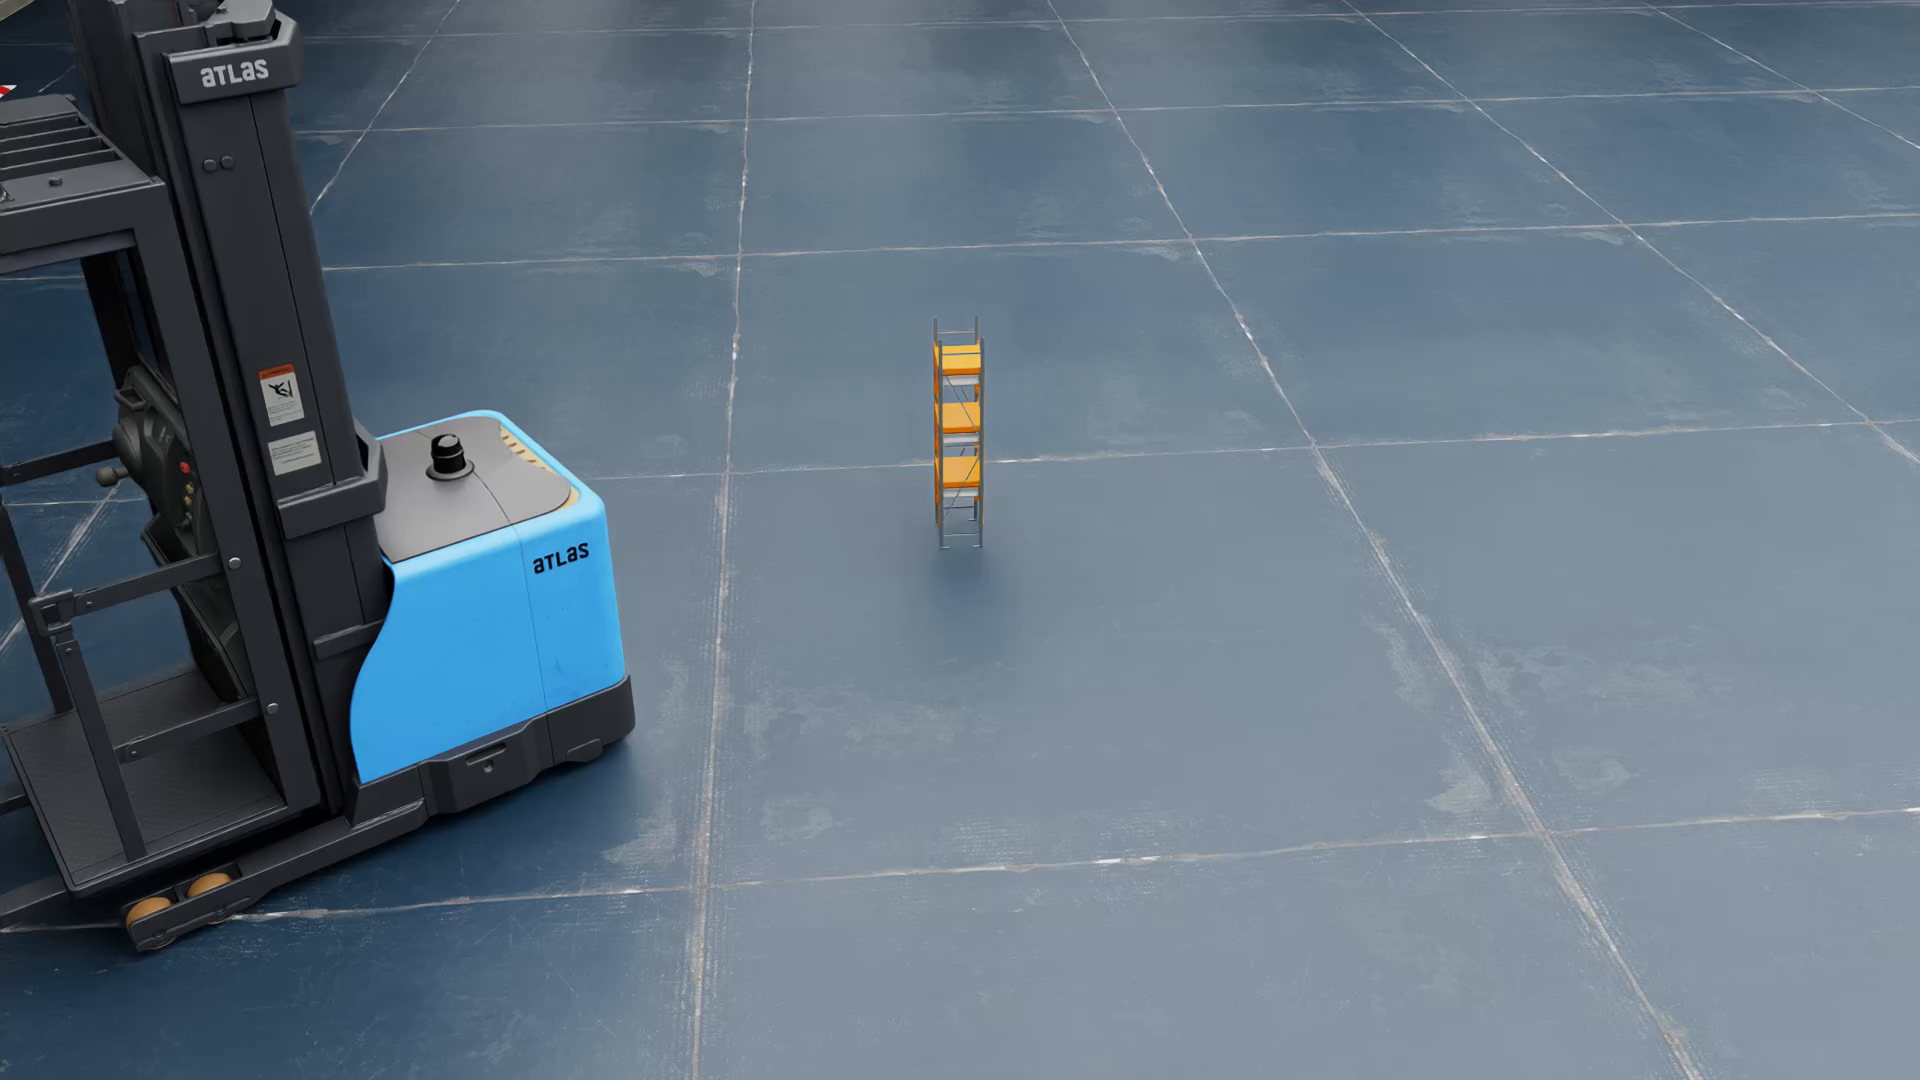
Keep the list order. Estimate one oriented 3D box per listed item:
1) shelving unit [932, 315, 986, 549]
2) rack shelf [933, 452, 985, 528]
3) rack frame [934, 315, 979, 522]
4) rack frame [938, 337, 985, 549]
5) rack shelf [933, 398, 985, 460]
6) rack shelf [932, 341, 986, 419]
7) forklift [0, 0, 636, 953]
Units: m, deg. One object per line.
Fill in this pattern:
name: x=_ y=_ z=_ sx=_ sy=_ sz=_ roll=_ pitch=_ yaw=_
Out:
shelving unit: x=-0.005 y=-0.478 z=7.527 sx=0.215 sy=1.050 sz=0.252 roll=-3 pitch=31 yaw=-5
rack shelf: x=-0.005 y=-0.230 z=7.674 sx=0.215 sy=0.259 sz=0.240 roll=-3 pitch=31 yaw=-5
rack frame: x=-0.016 y=-0.540 z=7.631 sx=0.200 sy=1.050 sz=0.008 roll=-3 pitch=31 yaw=-5
rack frame: x=0.006 y=-0.416 z=7.422 sx=0.200 sy=1.050 sz=0.008 roll=-3 pitch=31 yaw=-5
rack shelf: x=-0.005 y=-0.469 z=7.532 sx=0.215 sy=0.259 sz=0.240 roll=-3 pitch=31 yaw=-5
rack shelf: x=-0.005 y=-0.713 z=7.386 sx=0.215 sy=0.259 sz=0.240 roll=-3 pitch=31 yaw=-5
forklift: x=-2.733 y=-0.217 z=5.255 sx=3.031 sy=2.935 sz=1.130 roll=-21 pitch=37 yaw=-31
